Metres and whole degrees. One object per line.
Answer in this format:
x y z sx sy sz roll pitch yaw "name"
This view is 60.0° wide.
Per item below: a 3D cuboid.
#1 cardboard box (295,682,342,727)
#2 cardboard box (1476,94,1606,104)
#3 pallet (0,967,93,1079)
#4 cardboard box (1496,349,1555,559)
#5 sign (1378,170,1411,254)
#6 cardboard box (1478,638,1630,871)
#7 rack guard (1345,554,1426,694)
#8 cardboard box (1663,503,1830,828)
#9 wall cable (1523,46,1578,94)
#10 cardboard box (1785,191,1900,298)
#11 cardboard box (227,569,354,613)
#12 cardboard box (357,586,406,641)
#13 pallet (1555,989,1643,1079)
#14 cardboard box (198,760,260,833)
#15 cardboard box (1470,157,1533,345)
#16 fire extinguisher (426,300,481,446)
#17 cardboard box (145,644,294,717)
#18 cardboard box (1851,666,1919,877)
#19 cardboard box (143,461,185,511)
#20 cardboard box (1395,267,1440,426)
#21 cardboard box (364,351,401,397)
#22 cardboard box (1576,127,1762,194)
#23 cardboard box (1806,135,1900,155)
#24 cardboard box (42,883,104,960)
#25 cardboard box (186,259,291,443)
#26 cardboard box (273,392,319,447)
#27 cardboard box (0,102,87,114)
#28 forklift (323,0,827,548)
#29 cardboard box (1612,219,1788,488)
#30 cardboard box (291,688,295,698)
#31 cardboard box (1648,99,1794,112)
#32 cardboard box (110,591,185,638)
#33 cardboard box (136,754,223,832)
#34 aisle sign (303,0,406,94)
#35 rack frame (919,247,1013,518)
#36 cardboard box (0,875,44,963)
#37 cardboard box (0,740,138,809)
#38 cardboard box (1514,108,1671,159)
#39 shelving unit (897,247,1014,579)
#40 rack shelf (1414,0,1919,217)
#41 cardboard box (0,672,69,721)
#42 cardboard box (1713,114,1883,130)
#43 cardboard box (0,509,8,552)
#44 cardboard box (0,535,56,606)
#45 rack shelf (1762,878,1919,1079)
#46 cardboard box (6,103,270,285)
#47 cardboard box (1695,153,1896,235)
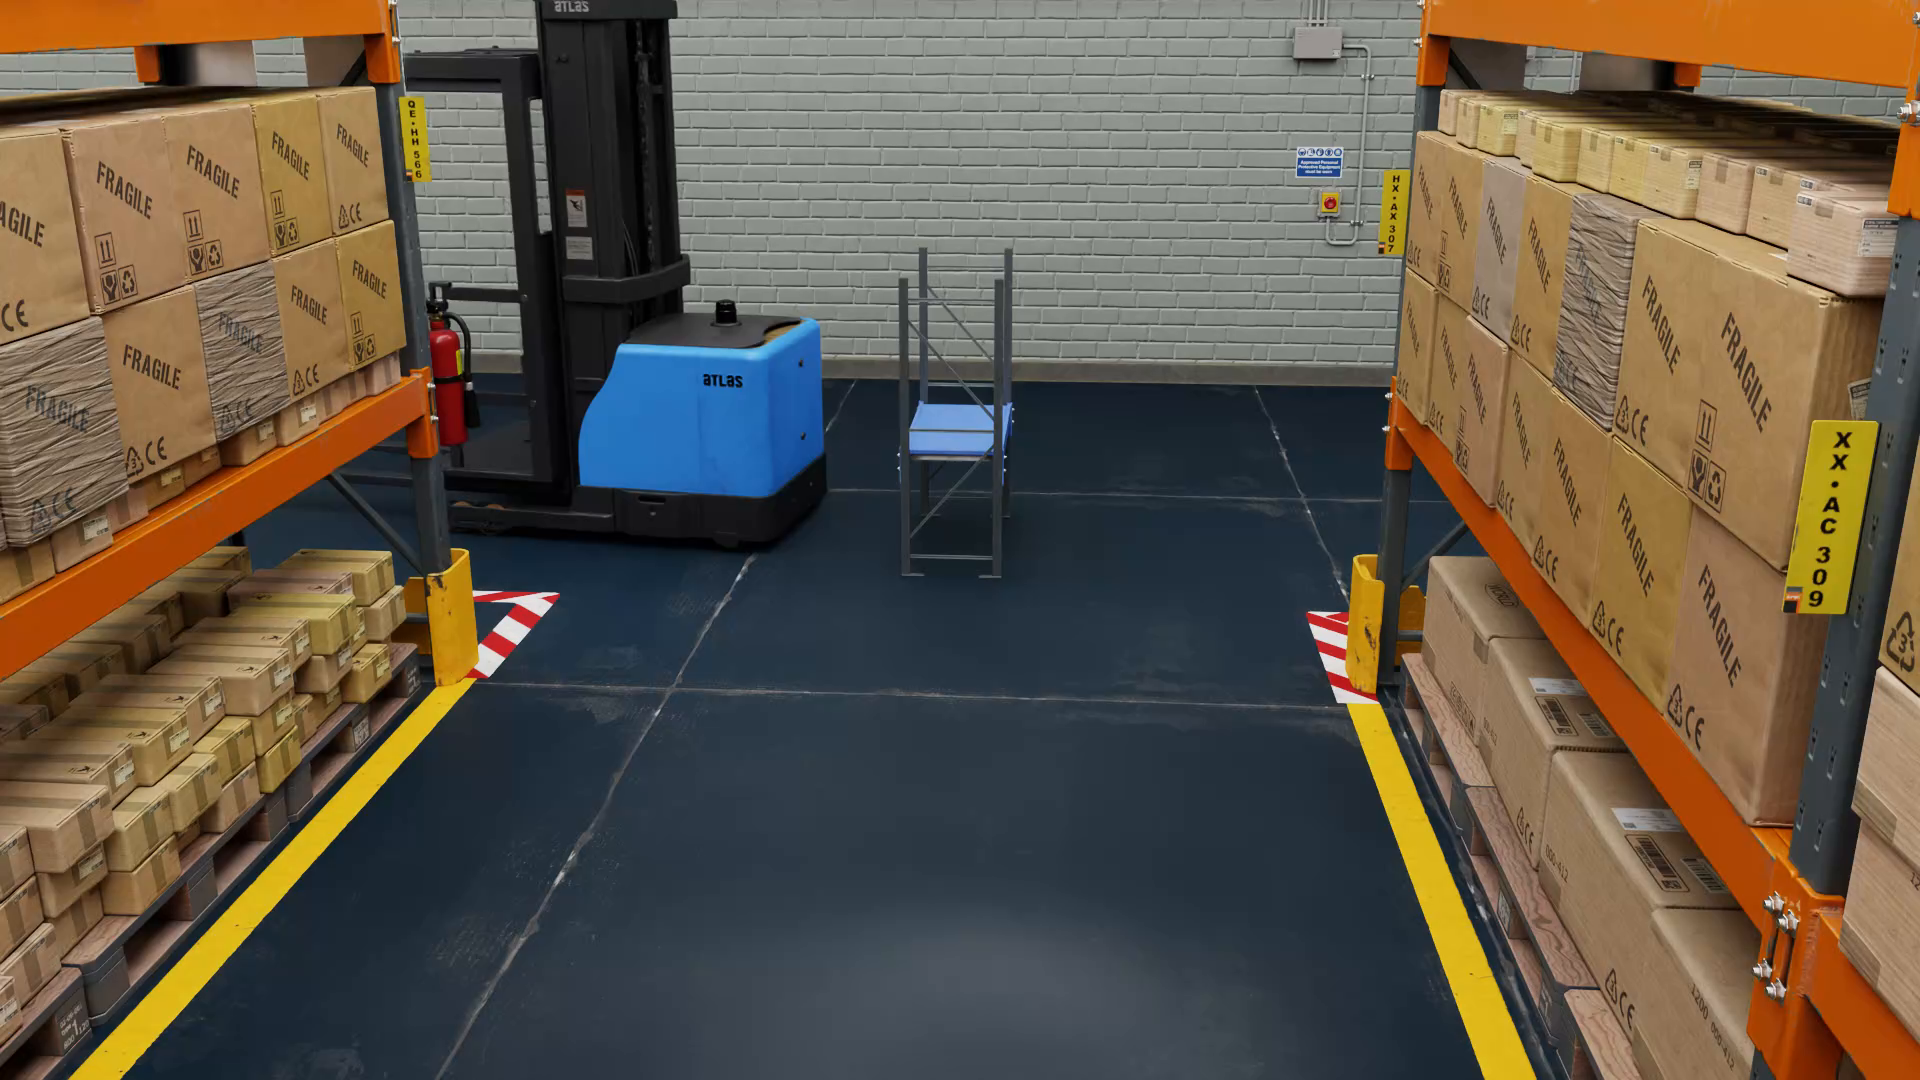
-2.549 0.591 6.206 0.380 0.149 0.250 1 18 4 "cardboard box"
1.998 -1.459 5.752 0.380 0.149 0.250 2 18 5 "cardboard box"
-2.971 1.463 4.118 1.003 0.211 1.213 1 18 4 "pallet"
1.845 -0.249 4.706 0.500 0.500 0.500 2 18 6 "cardboard box"
1.695 -1.279 6.491 0.100 0.325 0.005 1 18 4 "sign"
2.243 0.694 5.428 0.875 0.438 0.875 2 18 5 "cardboard box"
2.249 0.365 7.007 1.175 0.500 0.348 1 18 4 "rack guard"
1.739 0.230 3.245 0.500 0.500 0.500 1 18 4 "cardboard box"
4.044 -3.022 11.697 0.588 1.984 0.122 1 18 4 "wall cable"
1.666 -0.507 2.845 0.380 0.149 0.250 1 18 3 "cardboard box"
-2.557 0.225 6.369 0.380 0.149 0.250 2 18 5 "cardboard box"
-2.450 0.289 6.649 0.380 0.149 0.250 1 18 2 "cardboard box"
2.093 1.517 3.953 1.003 0.211 1.213 1 18 4 "pallet"
-2.549 0.833 5.468 0.380 0.149 0.250 2 18 5 "cardboard box"
1.870 -0.875 5.009 0.500 0.500 0.500 1 18 3 "cardboard box"
-2.219 -0.749 7.114 0.296 0.674 0.183 1 18 4 "fire extinguisher"
-2.495 0.472 5.615 0.380 0.149 0.250 2 18 6 "cardboard box"
1.648 0.391 2.351 0.500 0.250 0.500 1 18 2 "cardboard box"
-2.621 -0.187 5.079 0.380 0.149 0.250 2 18 5 "cardboard box"
1.927 -0.720 6.144 0.500 0.500 0.500 1 18 3 "cardboard box"
-2.438 -0.668 6.547 0.380 0.149 0.250 1 18 4 "cardboard box"
1.823 -0.979 4.286 0.380 0.149 0.250 1 18 4 "cardboard box"
2.284 -0.894 4.027 0.380 0.149 0.250 1 18 4 "cardboard box"
-2.699 1.072 4.739 0.380 0.149 0.250 1 18 2 "cardboard box"
-2.541 -0.621 5.362 0.500 0.500 0.500 1 18 4 "cardboard box"
-2.492 -0.433 5.832 0.380 0.149 0.250 2 18 5 "cardboard box"
-3.083 -1.107 5.241 0.500 0.500 0.500 1 18 3 "cardboard box"
-2.334 -1.574 9.019 3.031 2.935 1.130 4 19 13 "forklift"
1.764 -0.406 3.579 0.500 0.500 0.500 1 18 3 "cardboard box"
-2.607 0.532 5.908 0.380 0.149 0.250 1 18 3 "cardboard box"
2.493 -1.369 5.476 0.380 0.149 0.250 1 18 3 "cardboard box"
-3.119 0.297 6.149 0.380 0.149 0.250 1 18 4 "cardboard box"
-2.539 0.777 5.160 0.380 0.149 0.250 1 18 4 "cardboard box"
-2.392 -2.146 6.480 0.394 0.787 0.004 1 18 4 "aisle sign"
0.030 -0.844 9.090 0.500 1.500 0.032 1 18 4 "rack frame"
-2.706 1.015 4.434 0.380 0.149 0.250 0 18 1 "cardboard box"
-2.672 0.709 4.891 0.380 0.149 0.250 1 18 2 "cardboard box"
1.898 -1.216 5.010 0.380 0.149 0.250 1 18 4 "cardboard box"
-0.006 -0.686 8.609 0.538 1.500 1.048 1 18 4 "shelving unit"
2.104 -1.278 4.344 1.077 0.370 4.000 1 18 4 "rack shelf"
-3.148 0.542 5.400 0.380 0.149 0.250 2 18 5 "cardboard box"
2.385 -1.133 4.755 0.380 0.149 0.250 2 18 5 "cardboard box"
-2.668 -0.143 3.905 0.500 0.500 0.500 1 18 4 "cardboard box"
-2.617 0.059 4.328 0.380 0.149 0.250 2 18 5 "cardboard box"
1.818 1.390 1.020 1.077 0.370 4.000 1 18 4 "rack shelf"
-2.546 -1.092 5.194 0.500 0.500 0.500 2 18 7 "cardboard box"
1.821 -0.743 3.564 0.380 0.149 0.250 1 18 3 "cardboard box"
